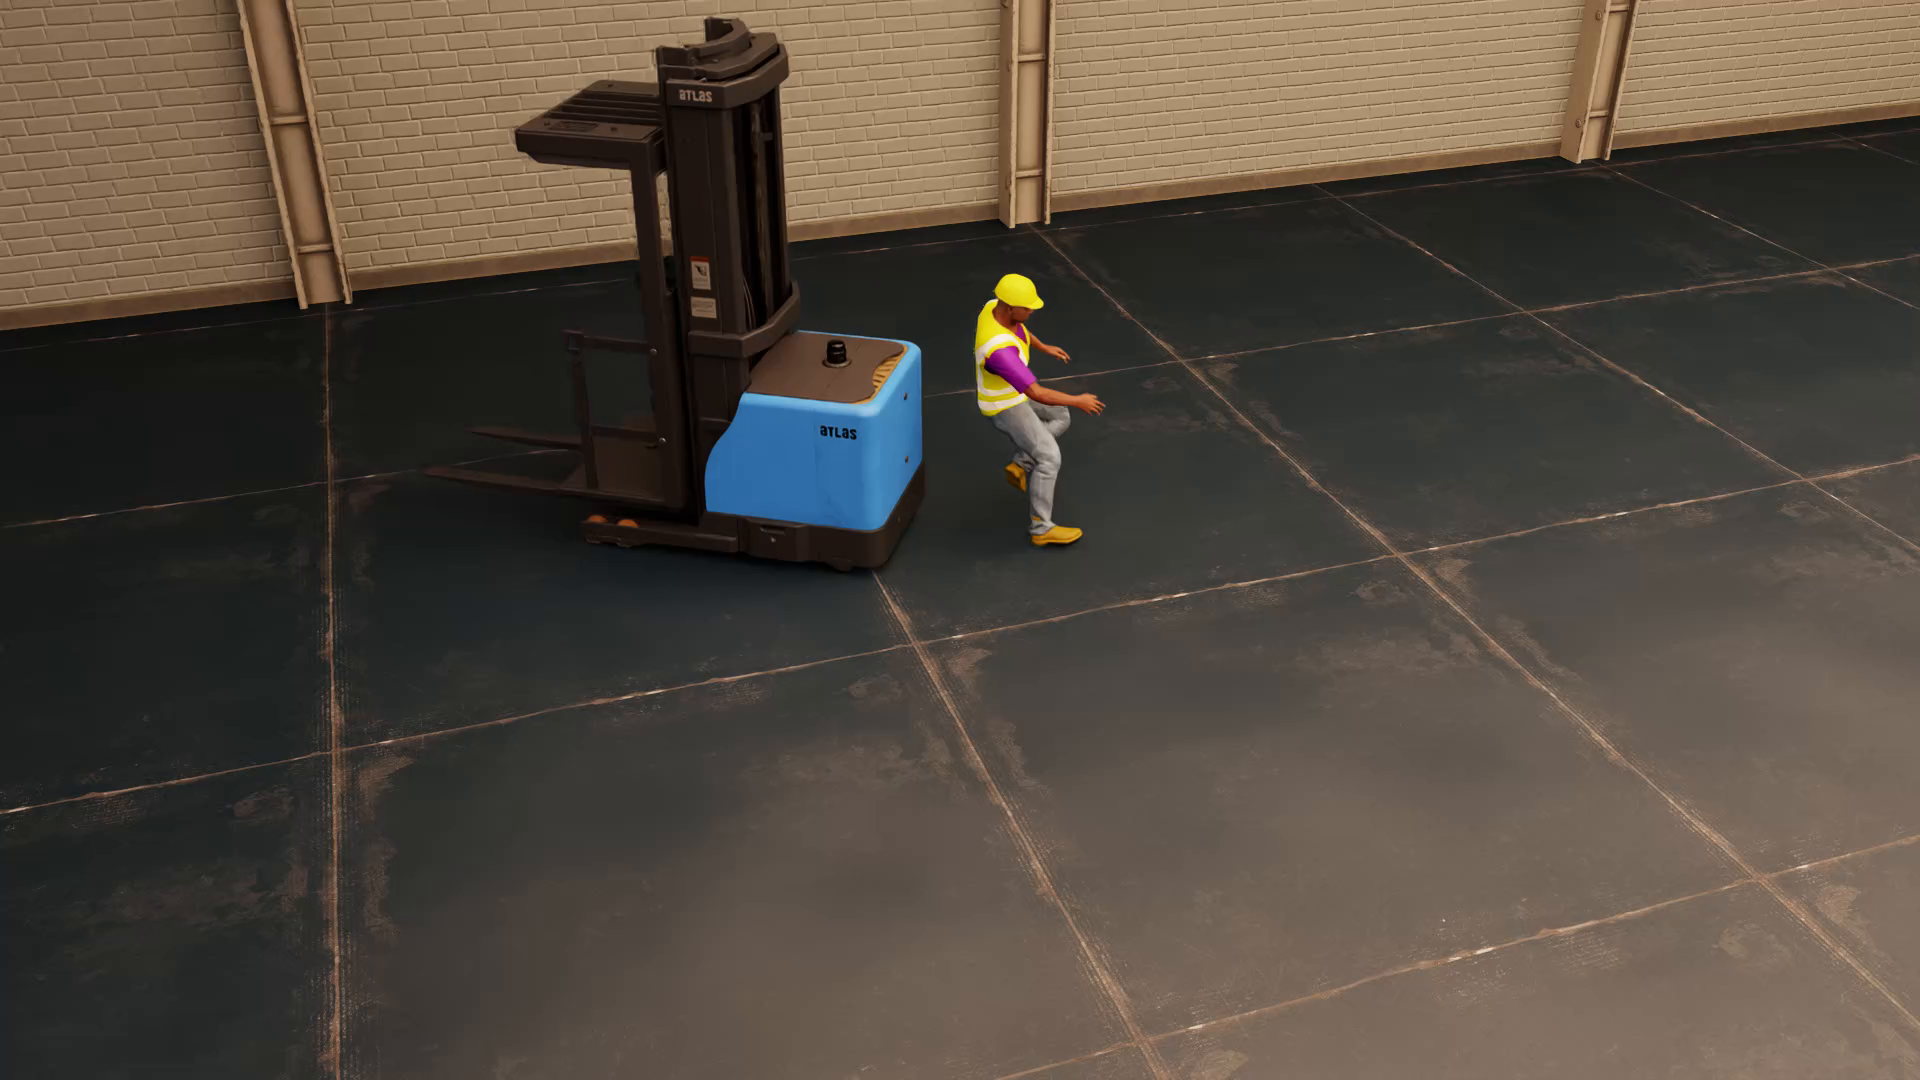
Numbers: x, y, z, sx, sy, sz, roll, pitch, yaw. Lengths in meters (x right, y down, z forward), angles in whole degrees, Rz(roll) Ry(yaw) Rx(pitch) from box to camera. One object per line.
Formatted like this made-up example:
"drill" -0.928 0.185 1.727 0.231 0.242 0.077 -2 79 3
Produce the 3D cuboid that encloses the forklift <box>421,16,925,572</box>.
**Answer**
"forklift" -1.793 -1.473 9.647 3.031 2.935 1.130 7 31 12

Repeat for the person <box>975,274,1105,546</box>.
"person" 0.478 -0.861 9.945 0.782 1.590 0.867 3 30 5
